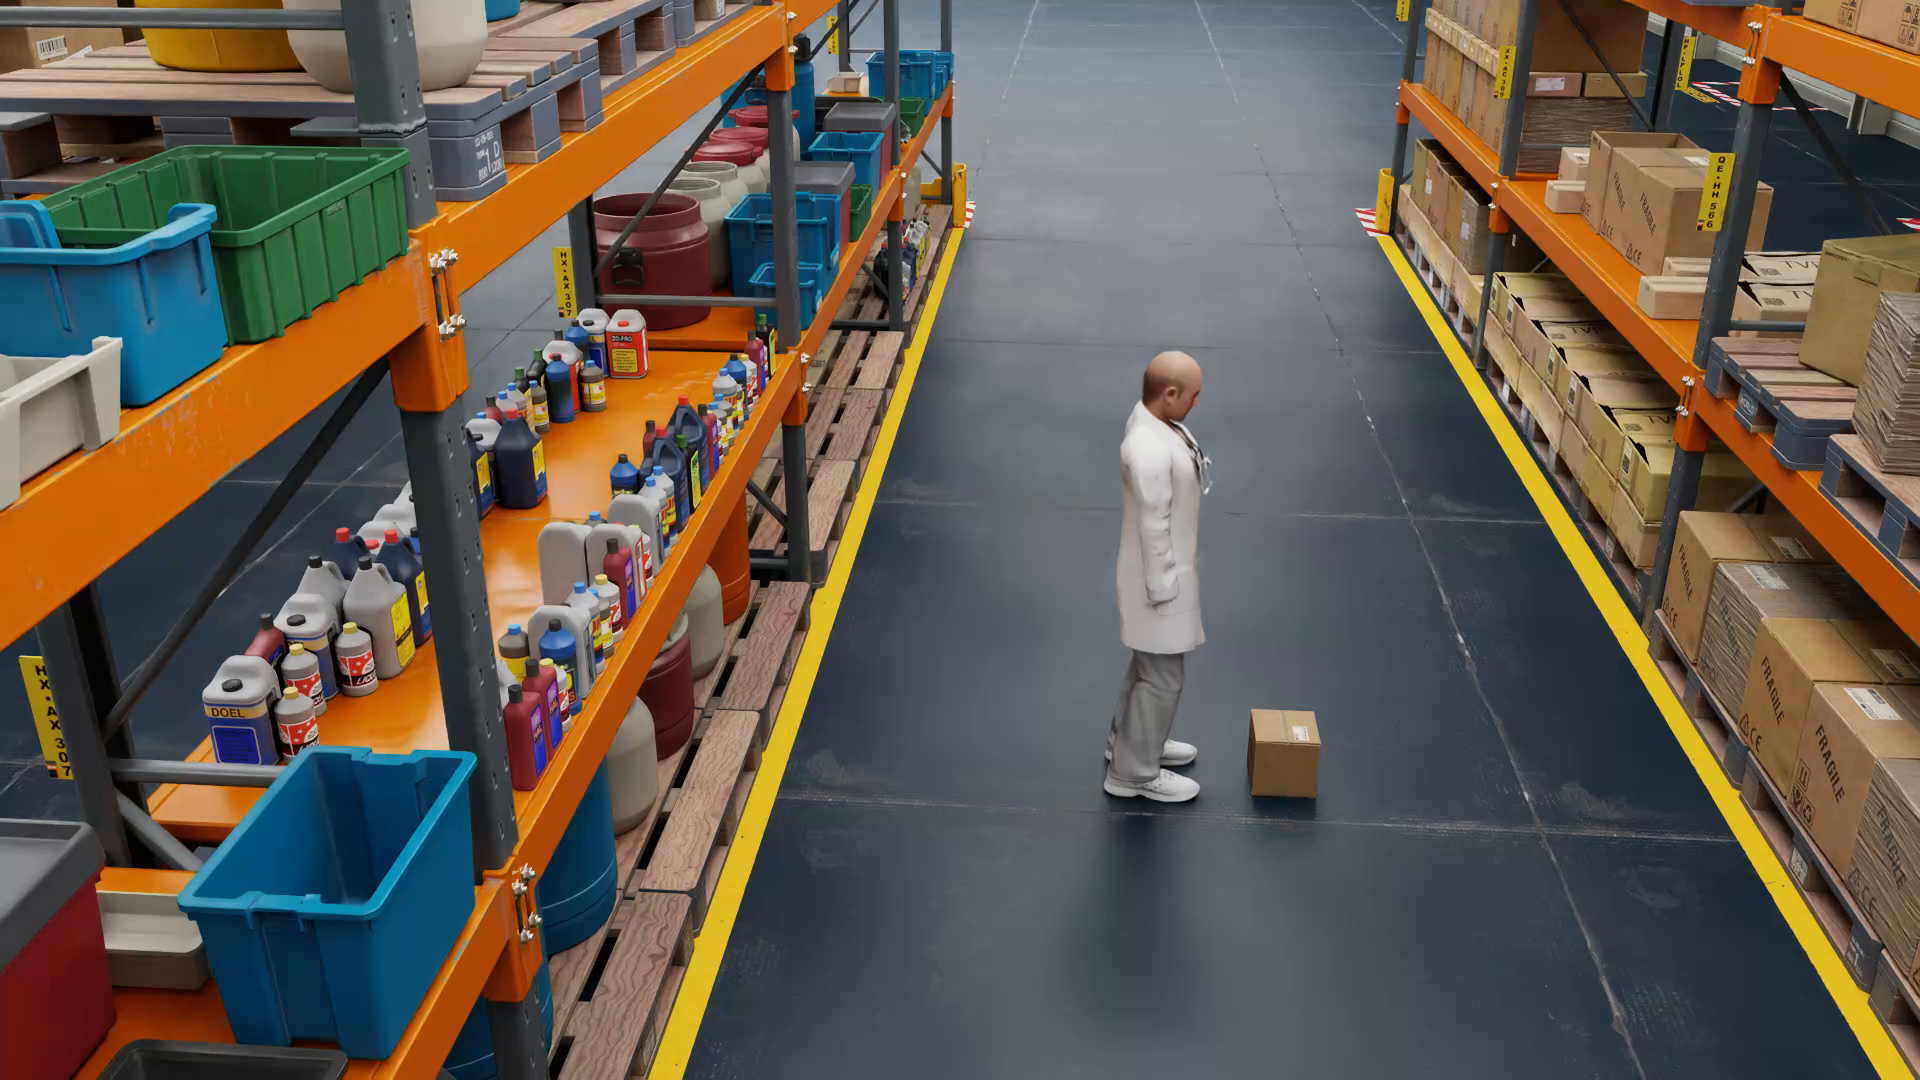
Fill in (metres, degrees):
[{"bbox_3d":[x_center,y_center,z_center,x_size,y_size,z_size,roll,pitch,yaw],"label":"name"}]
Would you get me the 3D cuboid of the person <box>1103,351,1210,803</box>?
[{"bbox_3d":[0.770,0.132,6.345,0.377,1.770,0.564,2,24,5],"label":"person"}]
